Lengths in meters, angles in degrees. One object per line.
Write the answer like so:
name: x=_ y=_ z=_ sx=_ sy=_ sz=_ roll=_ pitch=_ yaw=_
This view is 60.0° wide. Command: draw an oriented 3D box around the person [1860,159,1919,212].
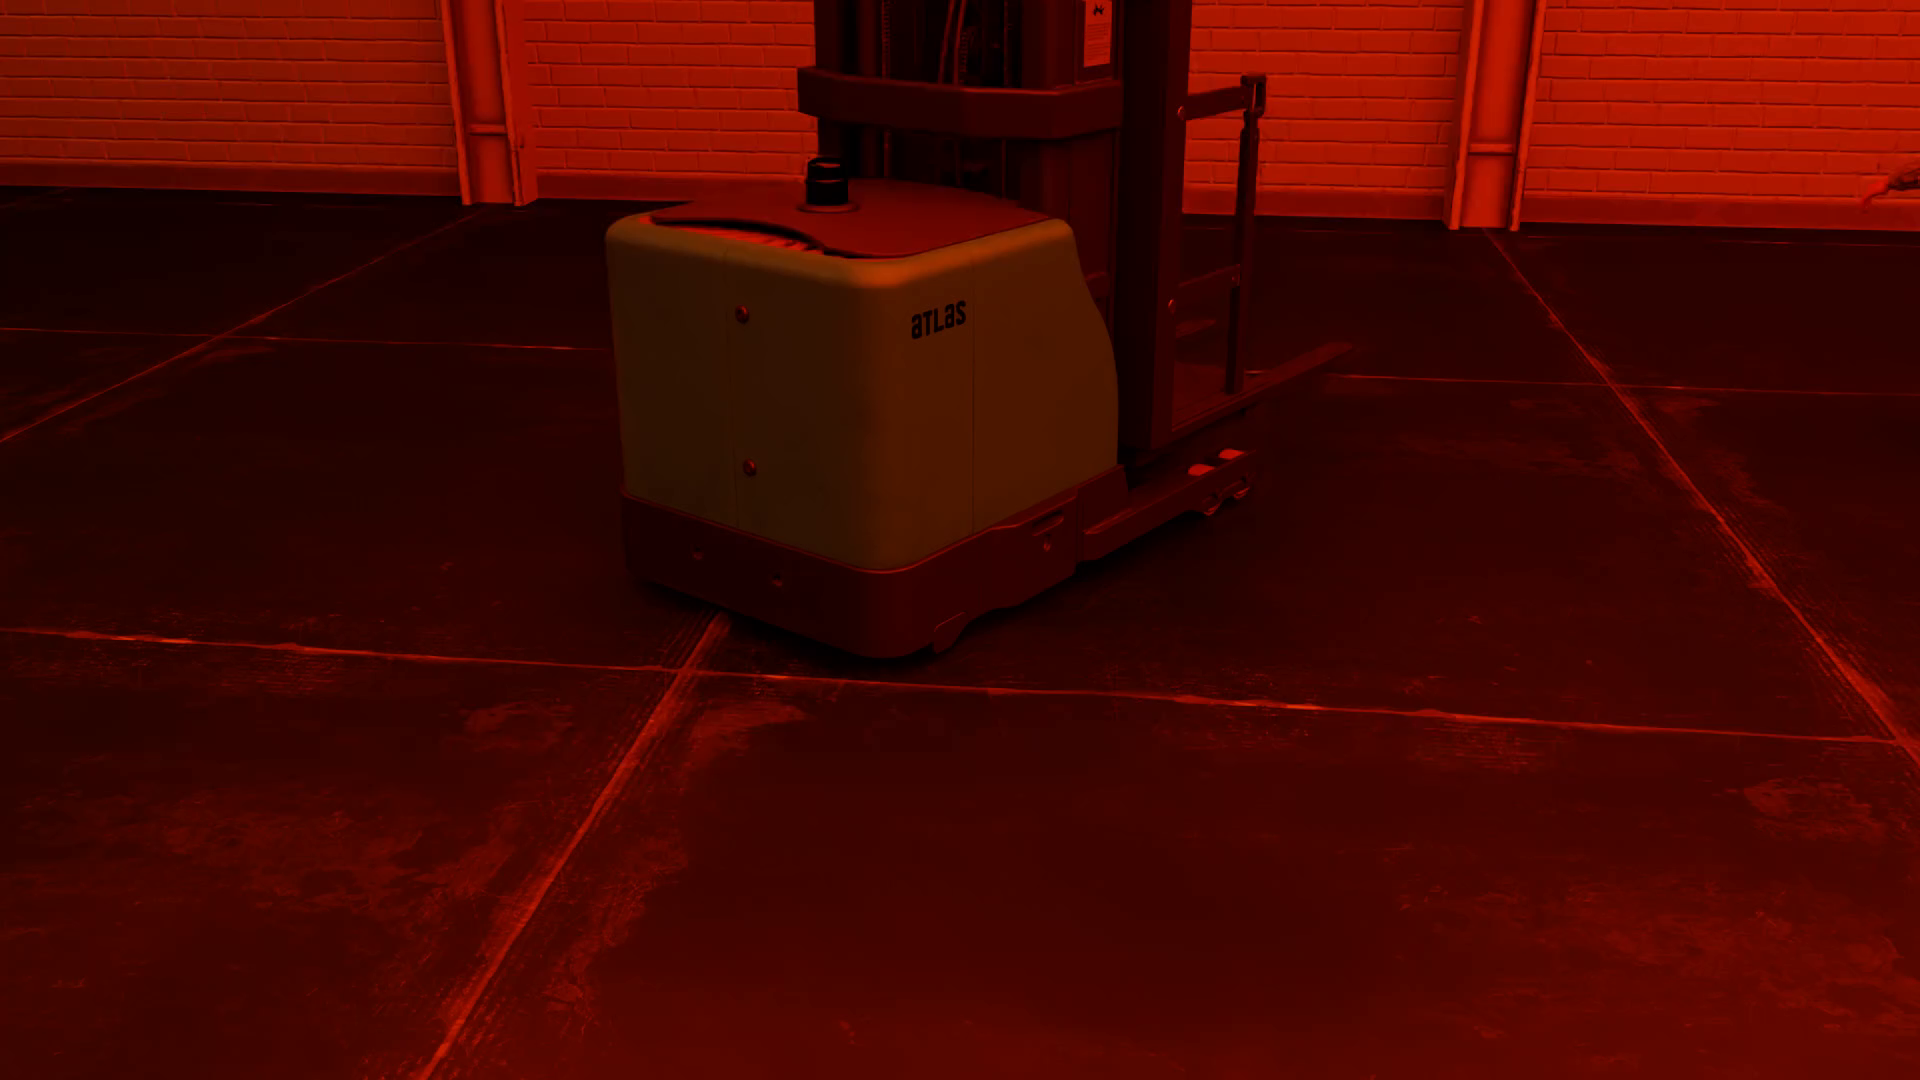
person: x=3.865 y=-1.067 z=5.919 sx=0.957 sy=1.428 sz=0.955 roll=-8 pitch=23 yaw=-19

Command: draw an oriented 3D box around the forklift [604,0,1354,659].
forklift: x=0.337 y=-1.540 z=5.078 sx=1.130 sy=2.935 sz=3.031 roll=16 pitch=27 yaw=35
